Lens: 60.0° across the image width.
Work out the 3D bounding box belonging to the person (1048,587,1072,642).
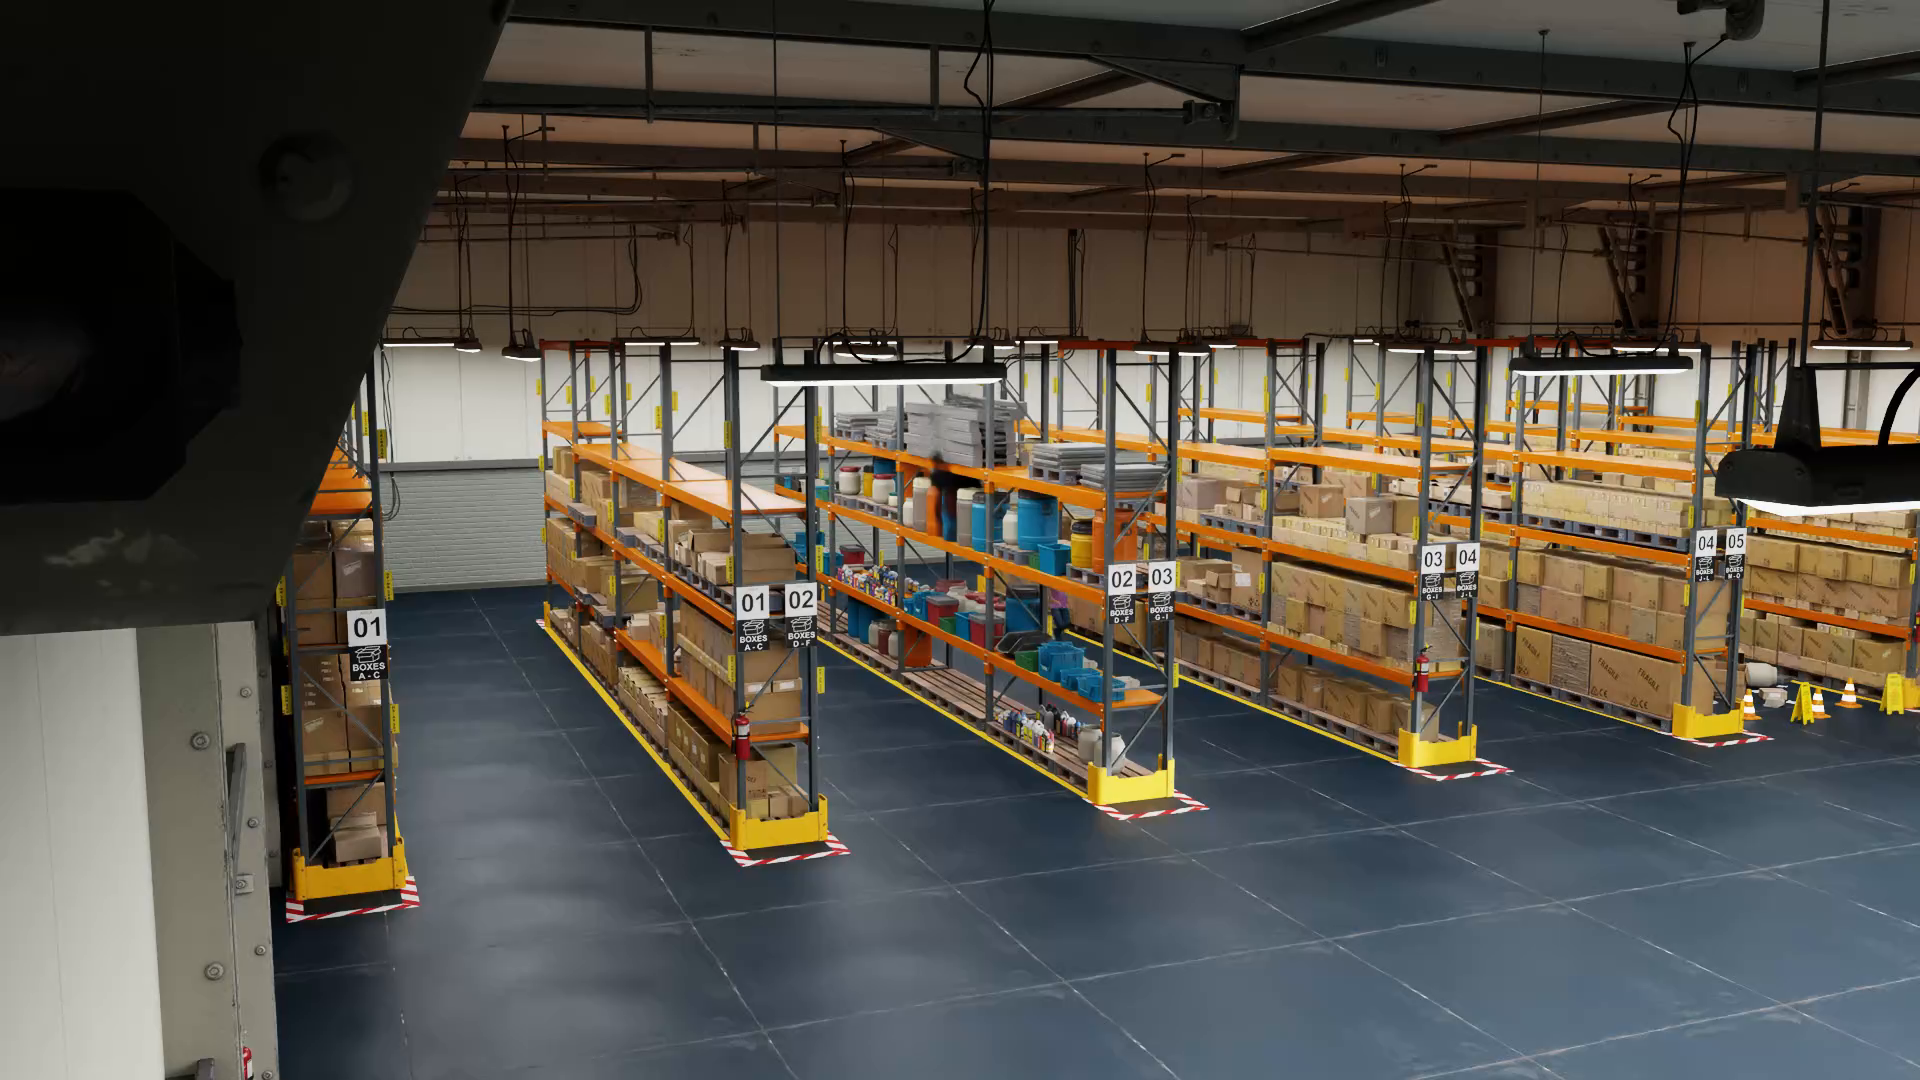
[{"bbox_3d":[1.844,1.260,30.973,0.541,1.555,0.487,-4,8,-26],"label":"person"}]
